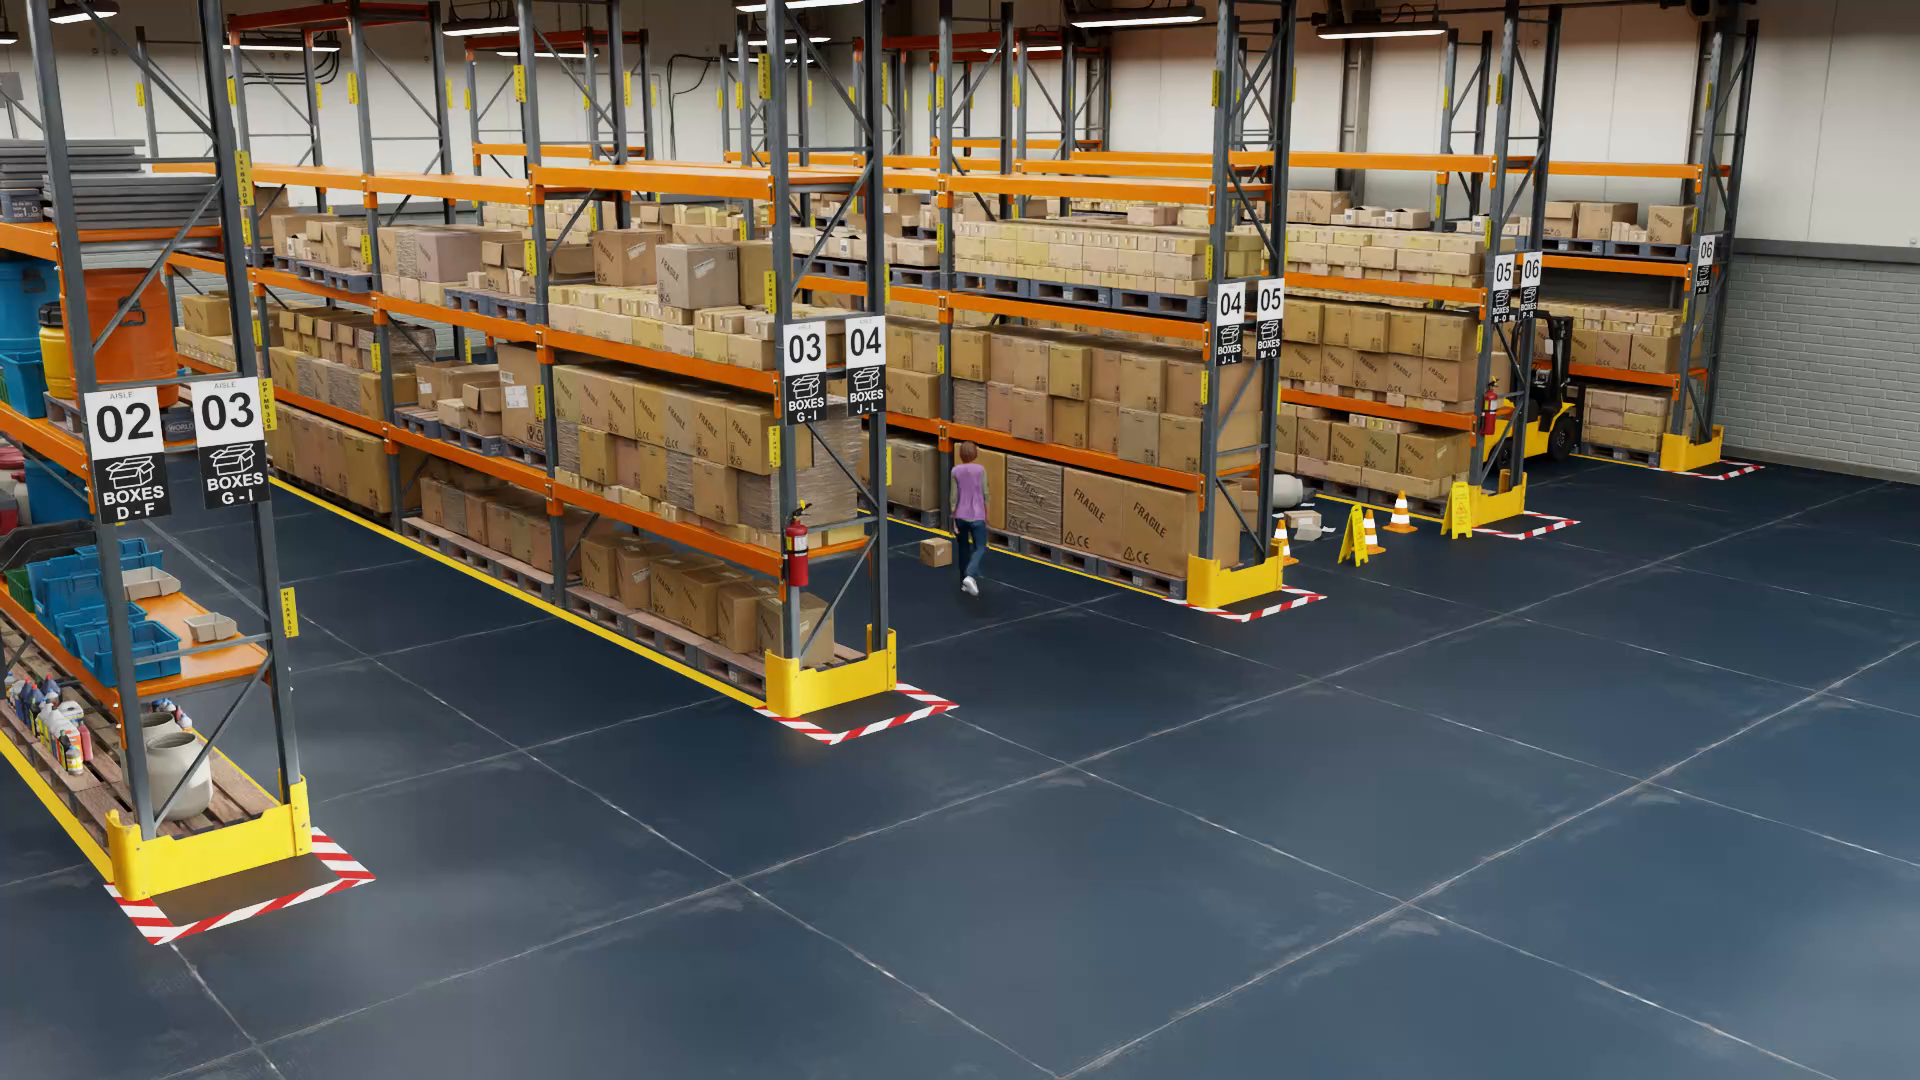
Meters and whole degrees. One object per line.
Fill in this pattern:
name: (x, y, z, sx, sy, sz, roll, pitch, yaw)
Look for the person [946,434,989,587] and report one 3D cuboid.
person: (0.089, -0.331, 17.290, 0.472, 1.590, 0.743, 2, 14, 8)
